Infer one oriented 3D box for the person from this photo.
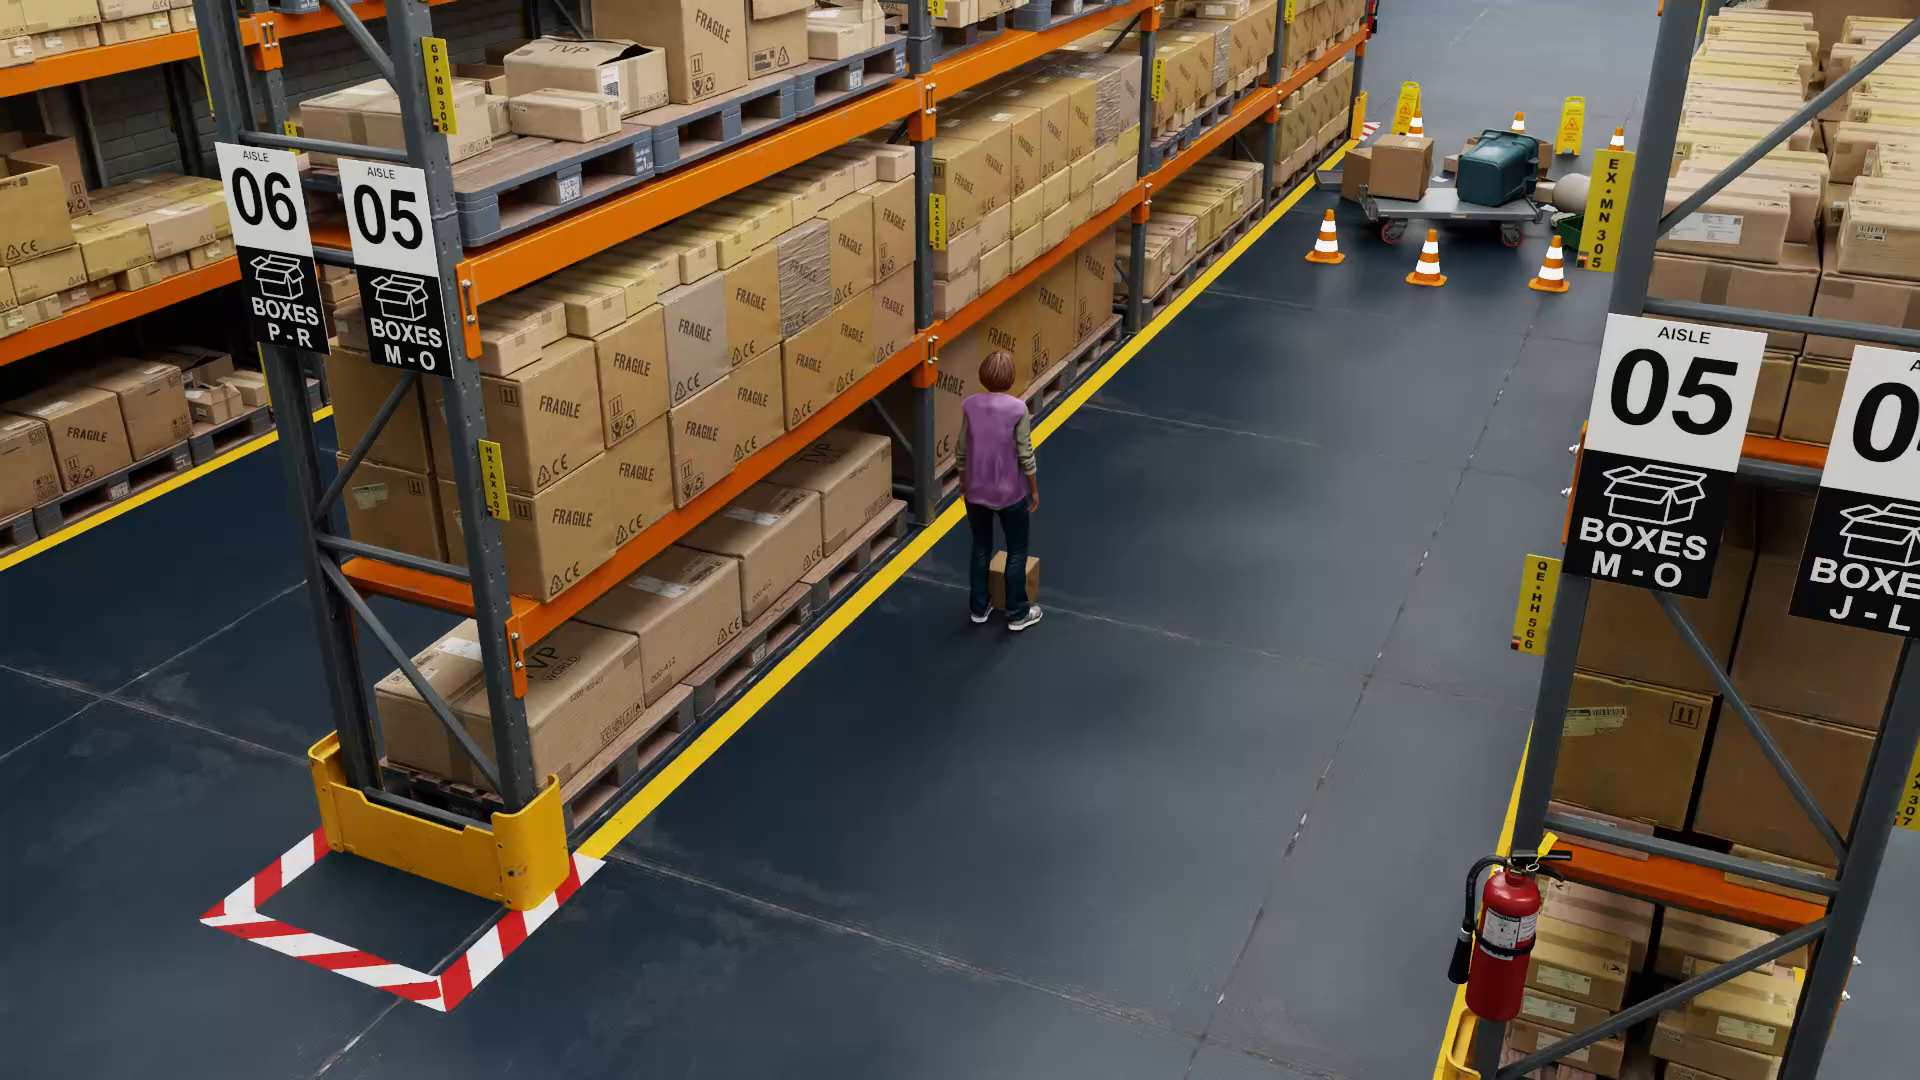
[{"bbox_3d":[0.204,-0.253,9.145,0.482,1.582,0.341,10,28,20],"label":"person"}]
